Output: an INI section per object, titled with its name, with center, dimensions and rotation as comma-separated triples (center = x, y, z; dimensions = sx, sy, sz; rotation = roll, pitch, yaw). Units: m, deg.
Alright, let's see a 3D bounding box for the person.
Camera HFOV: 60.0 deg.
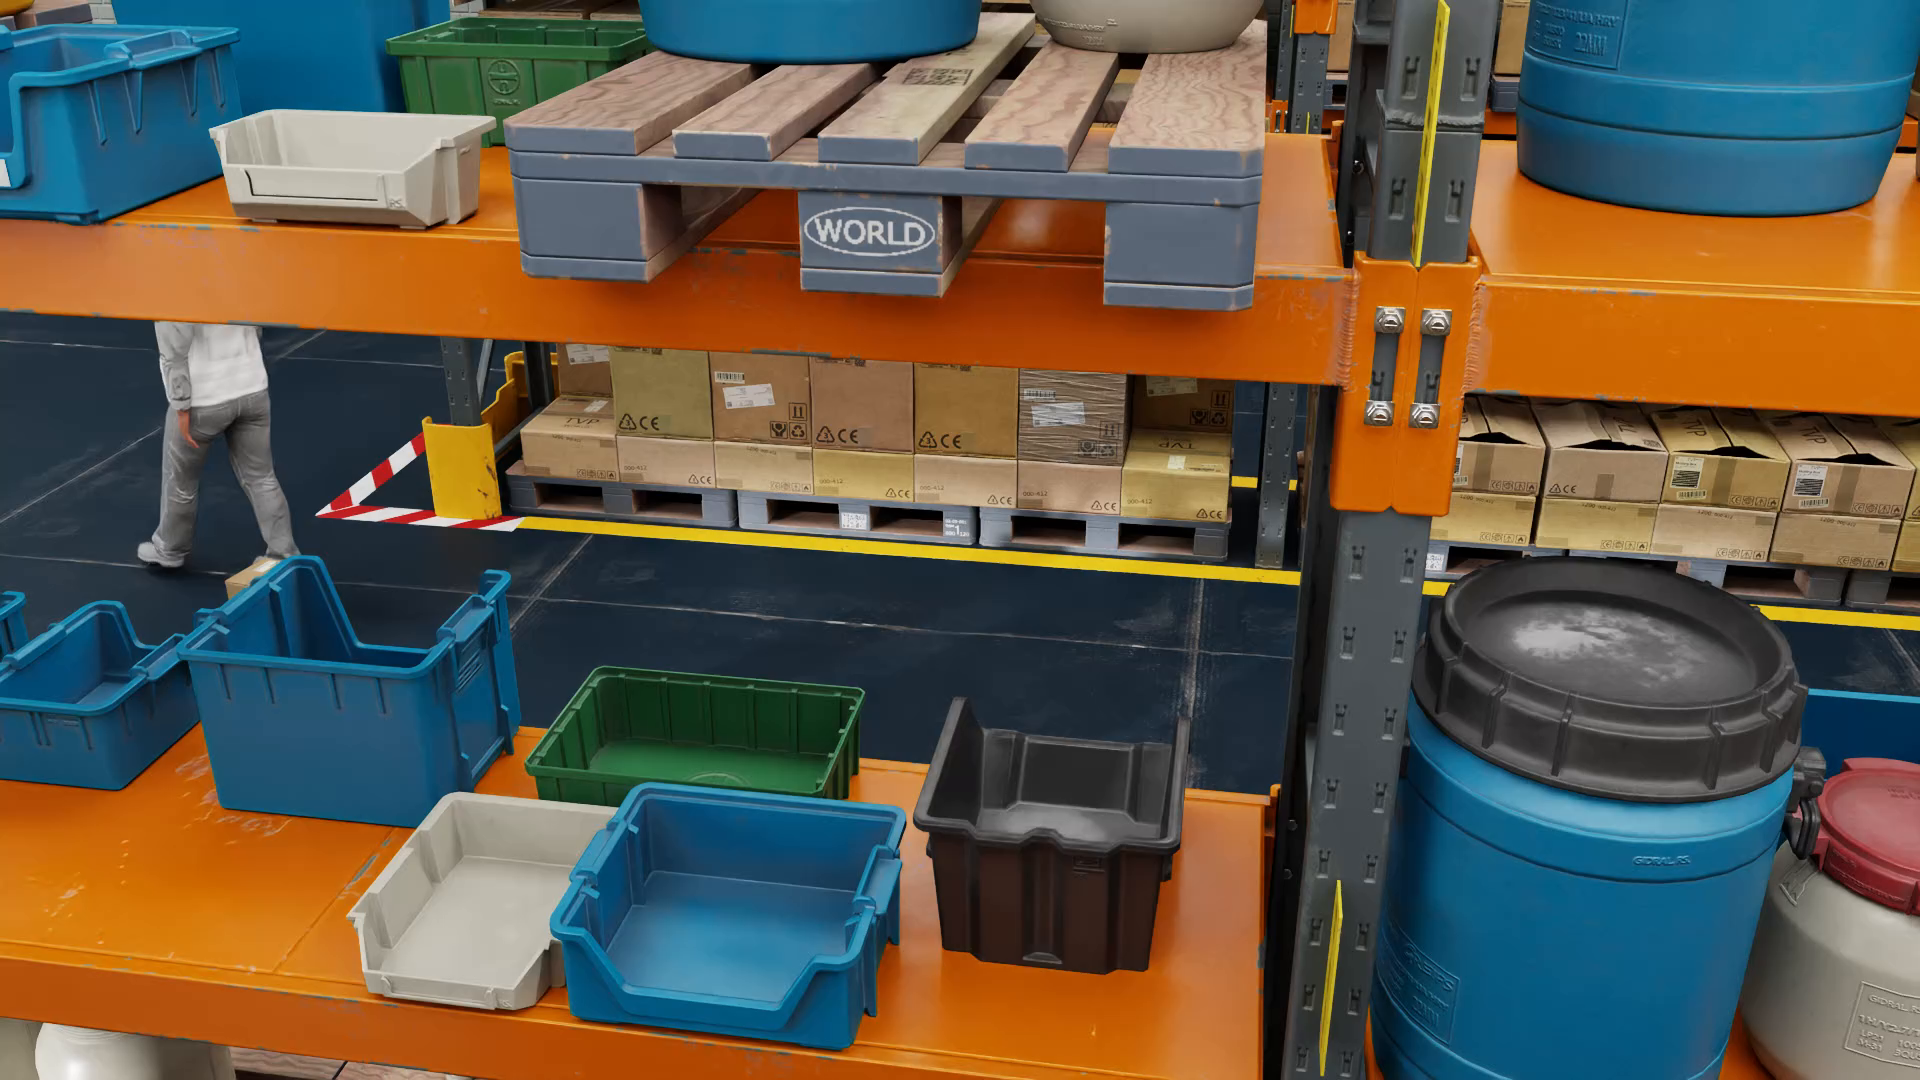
[person]
center = -3.442, -0.674, 7.523
dimensions = 0.876, 1.718, 0.516
rotation = 17, 30, 32
